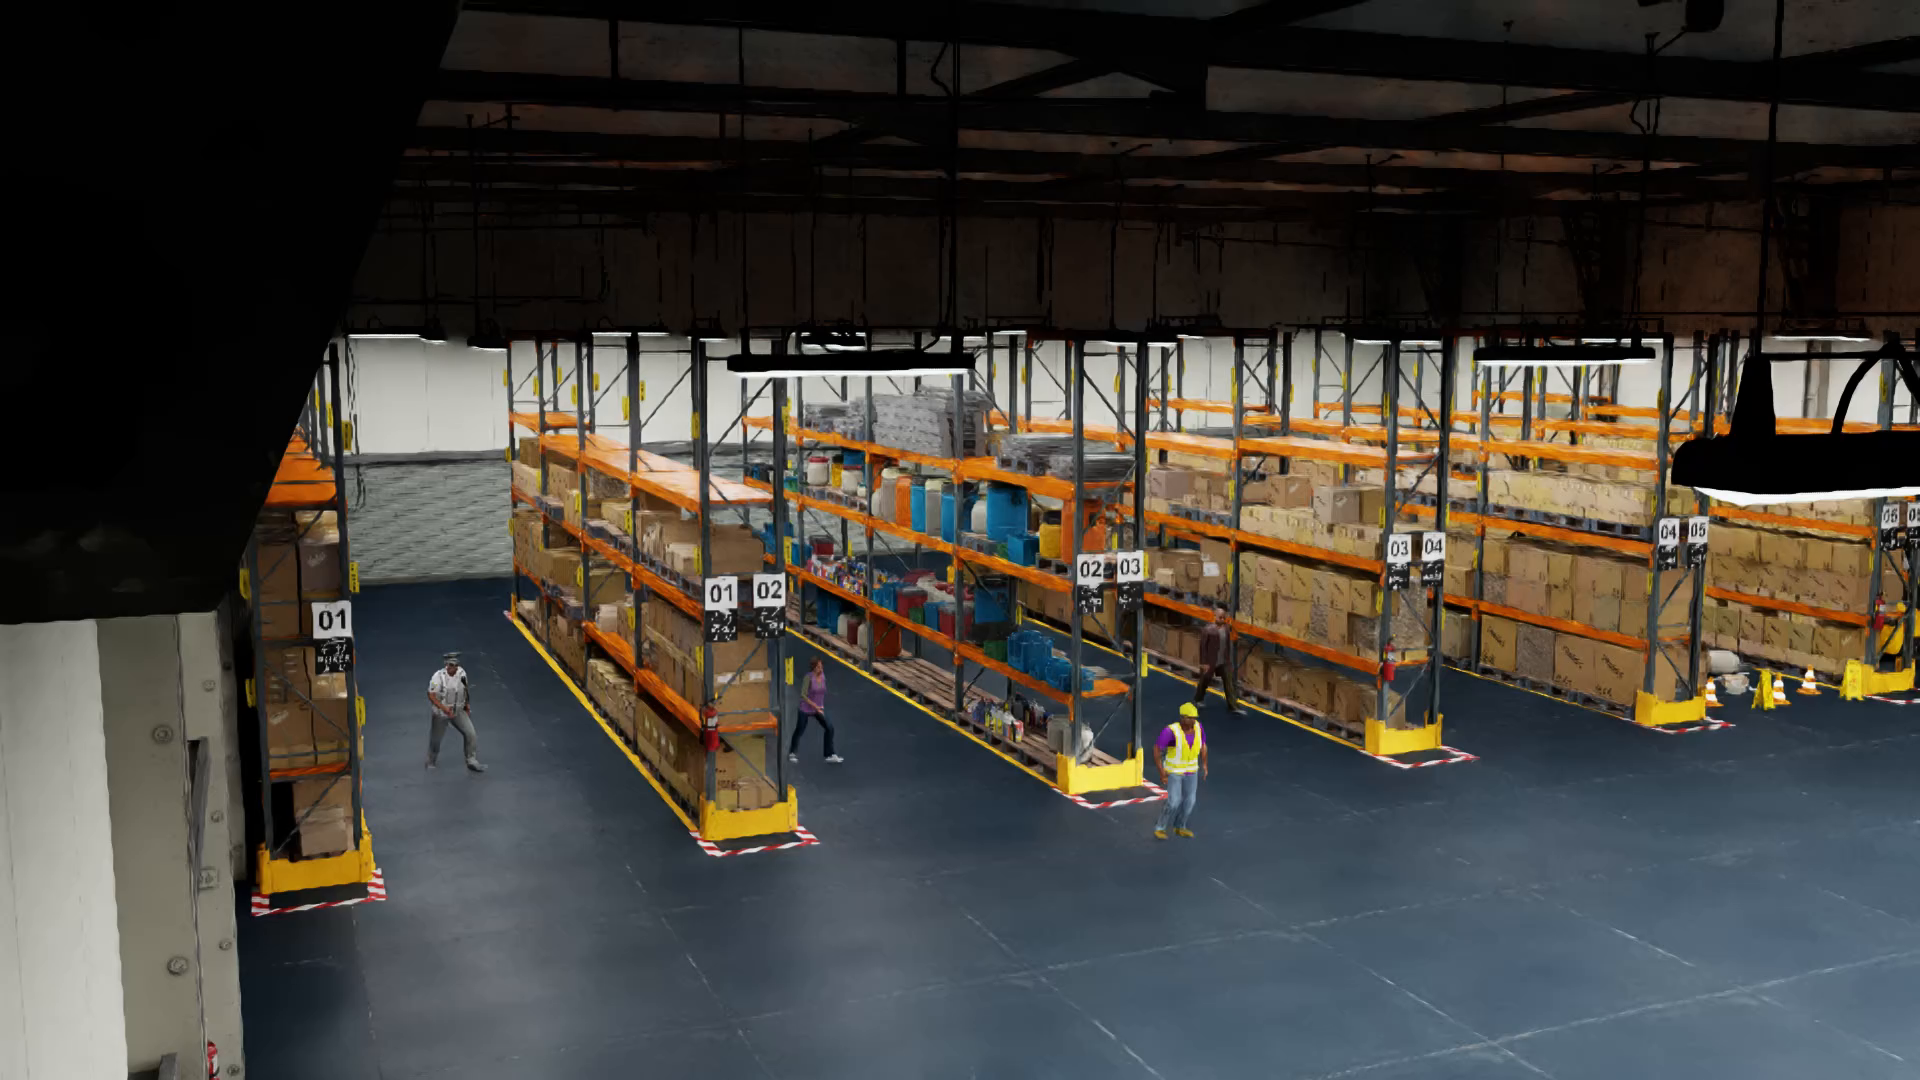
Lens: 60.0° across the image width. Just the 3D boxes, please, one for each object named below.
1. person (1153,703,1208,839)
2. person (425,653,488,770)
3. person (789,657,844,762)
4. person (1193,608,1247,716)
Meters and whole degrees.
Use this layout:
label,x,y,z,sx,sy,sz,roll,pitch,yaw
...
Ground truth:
label,x,y,z,sx,sy,sz,roll,pitch,yaw
person,2.664,2.778,20.024,0.719,1.714,0.578,-3,8,-24
person,-7.060,2.358,23.050,0.700,1.690,0.863,-6,10,-39
person,-2.082,2.379,23.477,0.566,1.528,0.767,-7,11,-42
person,4.069,1.958,26.321,0.598,1.583,1.193,-3,8,-20
